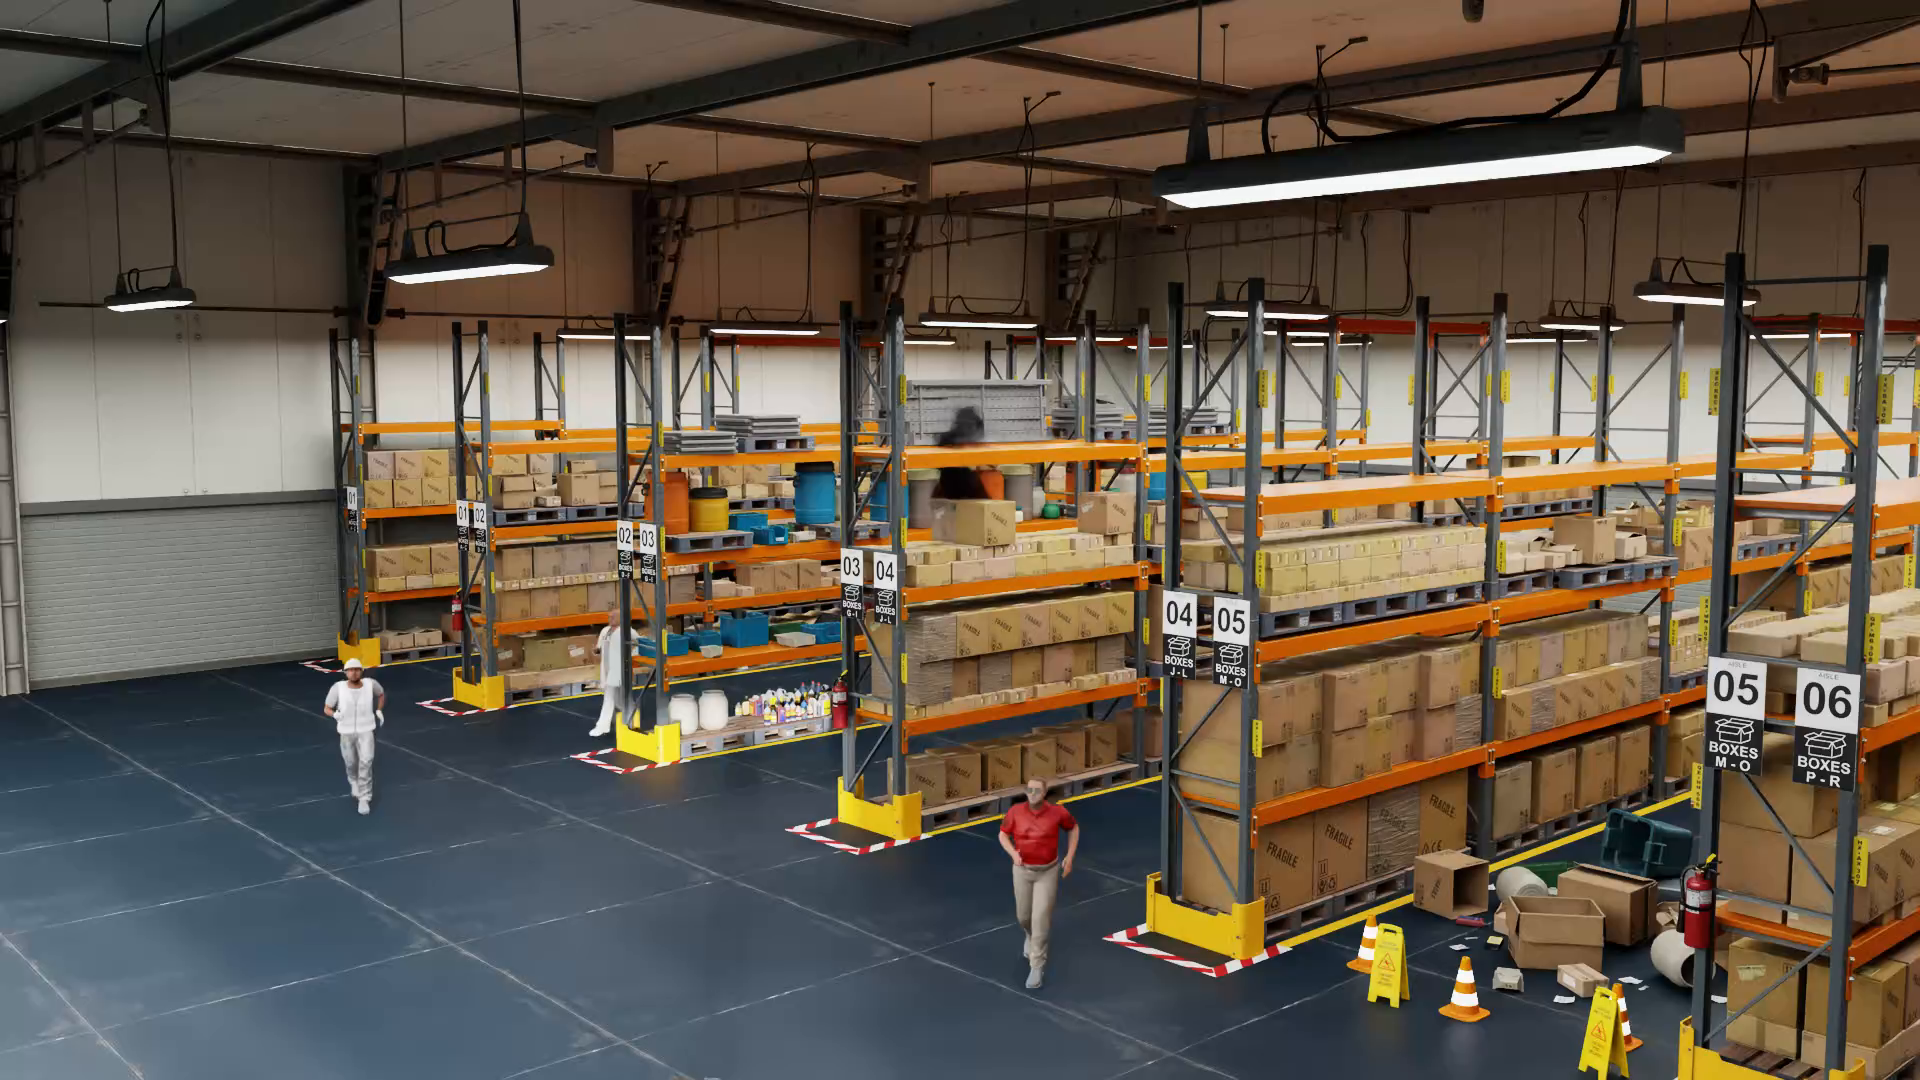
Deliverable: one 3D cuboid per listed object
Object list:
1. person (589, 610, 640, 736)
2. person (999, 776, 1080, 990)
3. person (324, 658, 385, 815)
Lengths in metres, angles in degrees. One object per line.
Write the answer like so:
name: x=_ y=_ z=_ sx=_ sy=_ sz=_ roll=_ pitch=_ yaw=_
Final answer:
person: x=-4.980 y=1.877 z=23.952 sx=0.720 sy=1.756 sz=1.030 roll=4 pitch=7 yaw=34
person: x=0.671 y=2.892 z=14.379 sx=0.685 sy=1.747 sz=0.870 roll=1 pitch=6 yaw=14
person: x=-7.214 y=2.293 z=19.837 sx=0.682 sy=1.788 sz=0.993 roll=-2 pitch=6 yaw=-17
